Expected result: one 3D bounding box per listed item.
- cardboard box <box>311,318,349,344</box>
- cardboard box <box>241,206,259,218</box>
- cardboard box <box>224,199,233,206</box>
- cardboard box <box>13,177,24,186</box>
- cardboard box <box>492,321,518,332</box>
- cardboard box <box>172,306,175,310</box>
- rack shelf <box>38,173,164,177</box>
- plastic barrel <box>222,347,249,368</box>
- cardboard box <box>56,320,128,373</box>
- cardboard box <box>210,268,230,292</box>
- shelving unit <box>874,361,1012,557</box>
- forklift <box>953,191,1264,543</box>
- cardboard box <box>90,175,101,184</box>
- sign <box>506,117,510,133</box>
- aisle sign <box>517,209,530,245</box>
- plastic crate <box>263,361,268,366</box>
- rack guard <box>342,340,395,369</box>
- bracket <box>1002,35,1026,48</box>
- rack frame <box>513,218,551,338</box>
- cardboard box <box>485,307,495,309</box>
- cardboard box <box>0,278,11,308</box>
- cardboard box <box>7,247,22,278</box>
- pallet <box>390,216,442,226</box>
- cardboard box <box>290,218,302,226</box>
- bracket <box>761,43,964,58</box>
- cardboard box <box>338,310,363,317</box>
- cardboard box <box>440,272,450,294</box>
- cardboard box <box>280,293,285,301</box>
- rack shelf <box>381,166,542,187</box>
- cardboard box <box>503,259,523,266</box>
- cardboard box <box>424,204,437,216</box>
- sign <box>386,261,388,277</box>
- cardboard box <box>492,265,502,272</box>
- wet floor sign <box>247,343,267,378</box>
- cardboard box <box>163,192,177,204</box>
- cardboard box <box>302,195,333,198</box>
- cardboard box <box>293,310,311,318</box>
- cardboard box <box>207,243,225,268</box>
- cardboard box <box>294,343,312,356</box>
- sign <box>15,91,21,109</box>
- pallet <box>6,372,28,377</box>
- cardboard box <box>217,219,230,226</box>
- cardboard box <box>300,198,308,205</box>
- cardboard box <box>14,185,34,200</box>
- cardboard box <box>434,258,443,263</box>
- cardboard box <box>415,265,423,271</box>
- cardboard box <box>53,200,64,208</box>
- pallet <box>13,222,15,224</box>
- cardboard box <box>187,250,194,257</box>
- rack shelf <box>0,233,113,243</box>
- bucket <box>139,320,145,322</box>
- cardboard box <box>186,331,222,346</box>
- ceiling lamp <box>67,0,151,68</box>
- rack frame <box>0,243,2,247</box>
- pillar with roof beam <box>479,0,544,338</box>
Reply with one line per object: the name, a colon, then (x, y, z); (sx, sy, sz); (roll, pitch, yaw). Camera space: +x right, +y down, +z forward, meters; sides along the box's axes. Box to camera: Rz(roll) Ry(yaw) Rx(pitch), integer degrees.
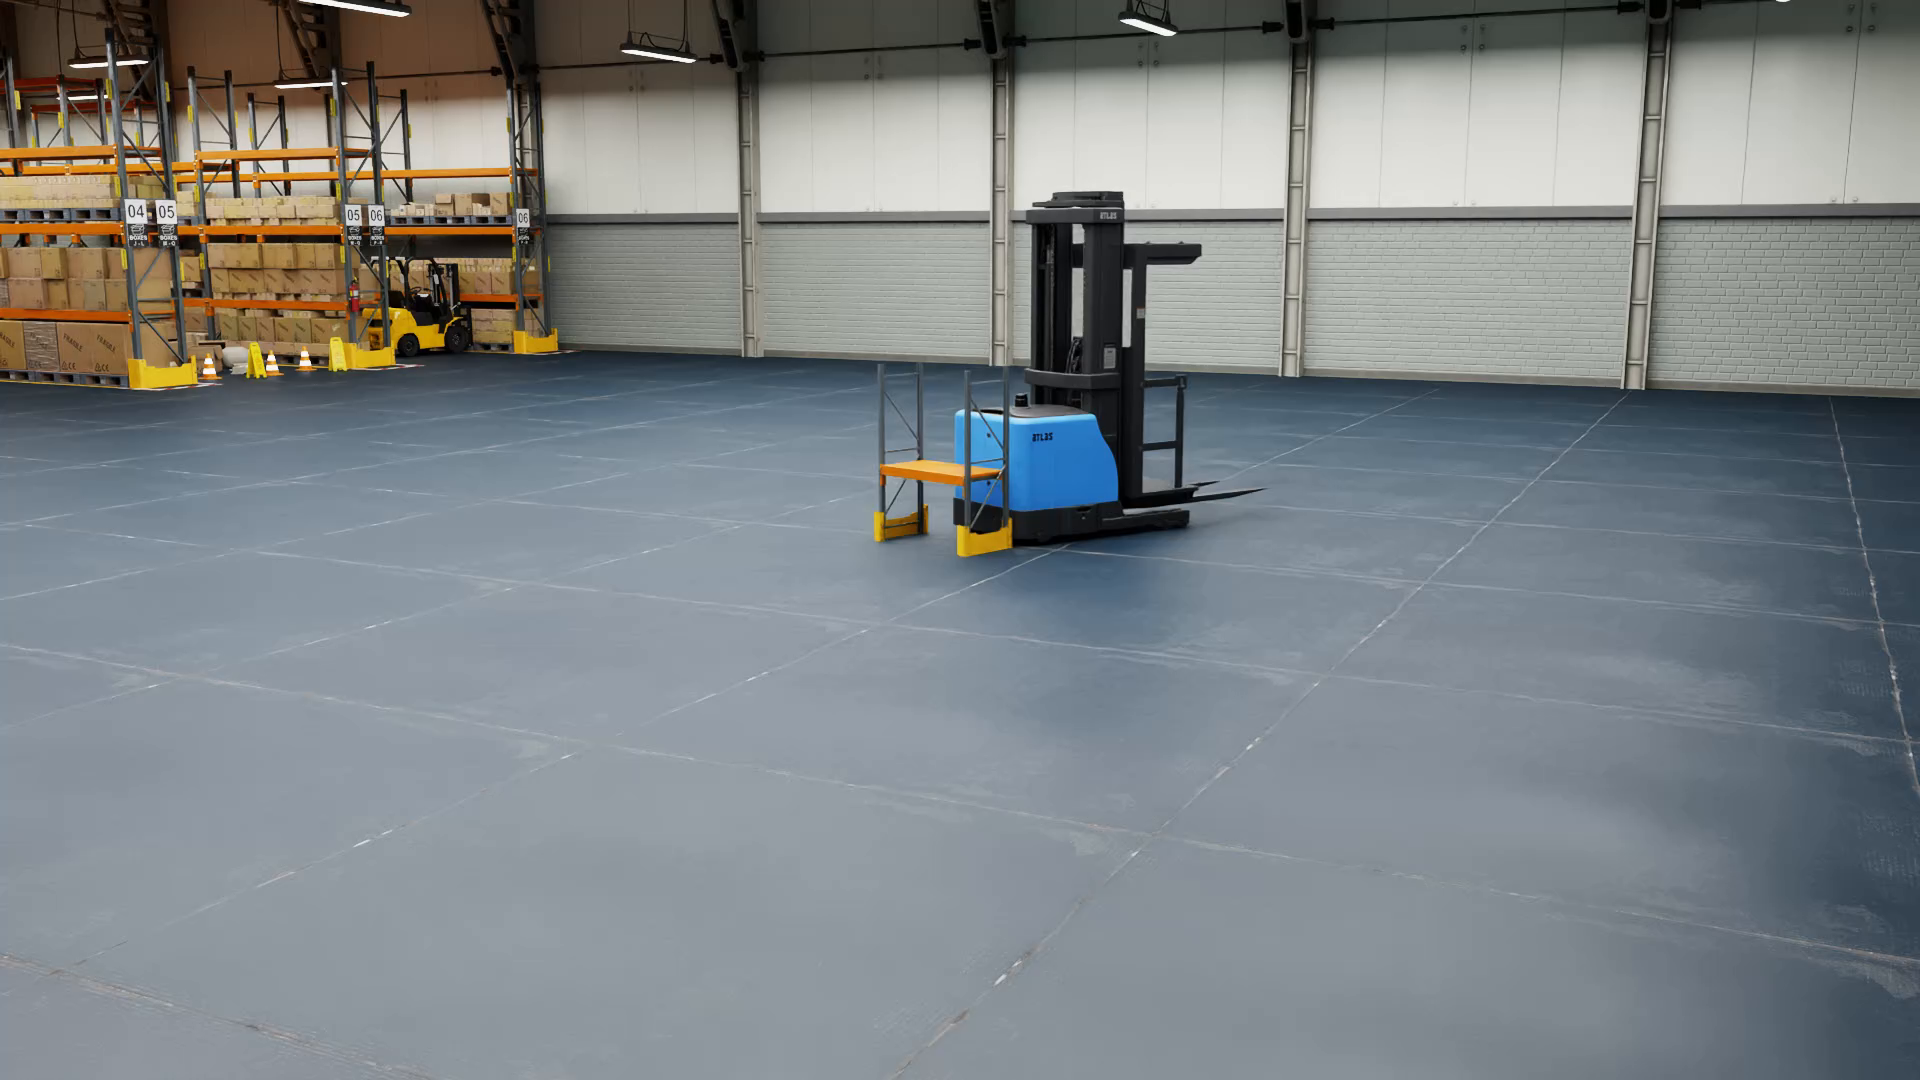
cardboard box: (-12.723, -4.228, 33.605); (0.500, 0.500, 0.500); (5, 11, 26)
cardboard box: (-14.293, -6.689, 33.928); (0.500, 0.250, 0.500); (5, 11, 26)
cardboard box: (-14.860, -6.929, 34.136); (0.250, 0.149, 0.380); (5, 11, 24)
cardboard box: (-16.485, -6.338, 29.413); (0.250, 0.149, 0.380); (5, 11, 26)
cardboard box: (-10.271, -4.865, 37.827); (0.500, 0.250, 0.500); (5, 11, 25)
cardboard box: (-19.971, -5.938, 42.637); (0.250, 0.149, 0.380); (5, 11, 24)
rack shelf: (-22.251, -9.477, 43.353); (4.000, 0.370, 1.077); (5, 11, 26)
plastic barrel: (-14.412, -3.637, 33.139); (0.512, 0.421, 0.421); (-4, 11, -23)
cardboard box: (-15.416, -3.458, 29.704); (0.875, 0.875, 0.875); (5, 11, 25)
cardboard box: (-15.205, -5.416, 34.615); (0.500, 0.500, 0.500); (5, 11, 26)
shelving unit: (-0.148, -0.704, 13.907); (1.083, 1.500, 0.587); (10, 14, 44)
forklift: (1.439, -1.598, 14.827); (3.031, 2.935, 1.130); (-7, 13, -35)
cardboard box: (-14.665, -6.178, 28.529); (0.250, 0.149, 0.380); (5, 11, 26)
sign: (-9.949, -9.142, 36.631); (0.005, 0.325, 0.100); (5, 11, 26)
aisle sign: (-9.768, -7.004, 37.208); (0.004, 0.787, 0.394); (5, 11, 26)
plastic crate: (-14.431, -3.608, 33.940); (0.583, 0.080, 0.402); (1, 10, 6)
rack guard: (-11.958, -3.760, 33.602); (0.348, 0.500, 1.175); (5, 11, 26)
bracket: (1.054, -9.664, 32.253); (0.430, 0.232, 0.235); (5, 11, 26)
rack frame: (-9.697, -5.777, 37.728); (0.127, 3.000, 1.000); (5, 11, 26)
cardboard box: (-10.937, -5.271, 38.664); (0.500, 0.250, 0.500); (5, 11, 25)
cardboard box: (-17.240, -4.547, 30.512); (0.550, 0.550, 0.875); (5, 11, 26)
cardboard box: (-16.716, -5.047, 30.238); (0.550, 0.550, 0.875); (5, 11, 26)
pallet: (-12.507, -7.462, 38.862); (1.213, 0.211, 1.003); (5, 11, 26)
cardboard box: (-13.236, -6.403, 33.471); (0.250, 0.149, 0.380); (5, 11, 25)
bracket: (-2.001, -9.933, 33.736); (4.783, 0.066, 0.076); (5, 11, 26)
cardboard box: (-14.449, -5.232, 40.205); (0.625, 0.625, 0.875); (5, 11, 25)
cardboard box: (-11.631, -5.944, 38.367); (0.500, 0.500, 0.500); (5, 11, 26)
cardboard box: (-13.682, -4.979, 34.025); (0.250, 0.149, 0.380); (5, 11, 26)
rack shelf: (-11.490, -8.336, 38.164); (4.000, 0.370, 1.077); (5, 11, 26)
cardboard box: (-10.111, -6.286, 37.605); (0.250, 0.149, 0.380); (5, 11, 26)
cardboard box: (-12.087, -7.593, 38.254); (0.258, 0.266, 0.396); (5, 11, 24)
sign: (-11.650, -5.497, 33.748); (0.005, 0.325, 0.100); (5, 11, 26)
cardboard box: (-10.374, -6.143, 37.650); (0.250, 0.149, 0.380); (5, 12, 27)
wet floor sign: (-13.087, -3.341, 30.878); (0.232, 0.644, 0.267); (3, 11, 16)
cardboard box: (-16.978, -7.256, 35.317); (0.500, 0.250, 0.500); (5, 12, 27)
cardboard box: (-15.416, -8.012, 39.915); (0.500, 0.500, 0.500); (5, 12, 27)
cardboard box: (-13.306, -4.586, 33.760); (0.250, 0.149, 0.380); (5, 12, 27)
cardboard box: (-15.178, -5.917, 34.580); (0.500, 0.500, 0.700); (5, 11, 25)
cardboard box: (-13.194, -3.900, 33.900); (0.500, 0.250, 0.500); (5, 11, 26)
sign: (-17.309, -8.077, 30.523); (0.005, 0.325, 0.100); (5, 11, 26)
pallet: (-18.302, -3.177, 31.193); (1.213, 0.211, 1.003); (5, 11, 26)
cardboard box: (-15.097, -6.558, 34.325); (0.250, 0.149, 0.380); (5, 11, 26)
cardboard box: (-12.979, -6.780, 33.314); (0.250, 0.149, 0.380); (5, 11, 26)
cardboard box: (-16.356, -6.143, 29.451); (0.500, 0.250, 0.500); (5, 11, 25)
cardboard box: (-11.939, -6.446, 38.485); (0.250, 0.149, 0.380); (5, 11, 26)
cardboard box: (-12.447, -6.326, 38.659); (0.250, 0.149, 0.380); (5, 12, 27)
cardboard box: (-15.576, -5.866, 29.042); (0.250, 0.149, 0.380); (5, 11, 26)
pallet: (-21.807, -7.247, 37.965); (1.217, 0.209, 0.805); (5, 11, 24)
cardboard box: (-16.762, -6.183, 35.856); (0.250, 0.149, 0.380); (6, 12, 29)
rack shelf: (-20.857, -6.894, 37.497); (4.000, 0.370, 1.077); (5, 11, 26)
bucket: (-16.434, -3.995, 32.807); (0.726, 0.611, 0.620); (-10, 4, -43)
cardboard box: (-15.948, -4.254, 35.510); (0.625, 0.372, 0.950); (5, 11, 27)
ceiling lamp: (-16.322, -10.764, 32.047); (2.000, 3.185, 0.800); (5, 11, 26)
rack frame: (-22.651, -5.930, 38.571); (0.127, 3.000, 1.000); (5, 11, 26)
pillar with roof beam: (-11.827, -8.240, 34.493); (0.548, 9.000, 9.100); (5, 11, 26)
